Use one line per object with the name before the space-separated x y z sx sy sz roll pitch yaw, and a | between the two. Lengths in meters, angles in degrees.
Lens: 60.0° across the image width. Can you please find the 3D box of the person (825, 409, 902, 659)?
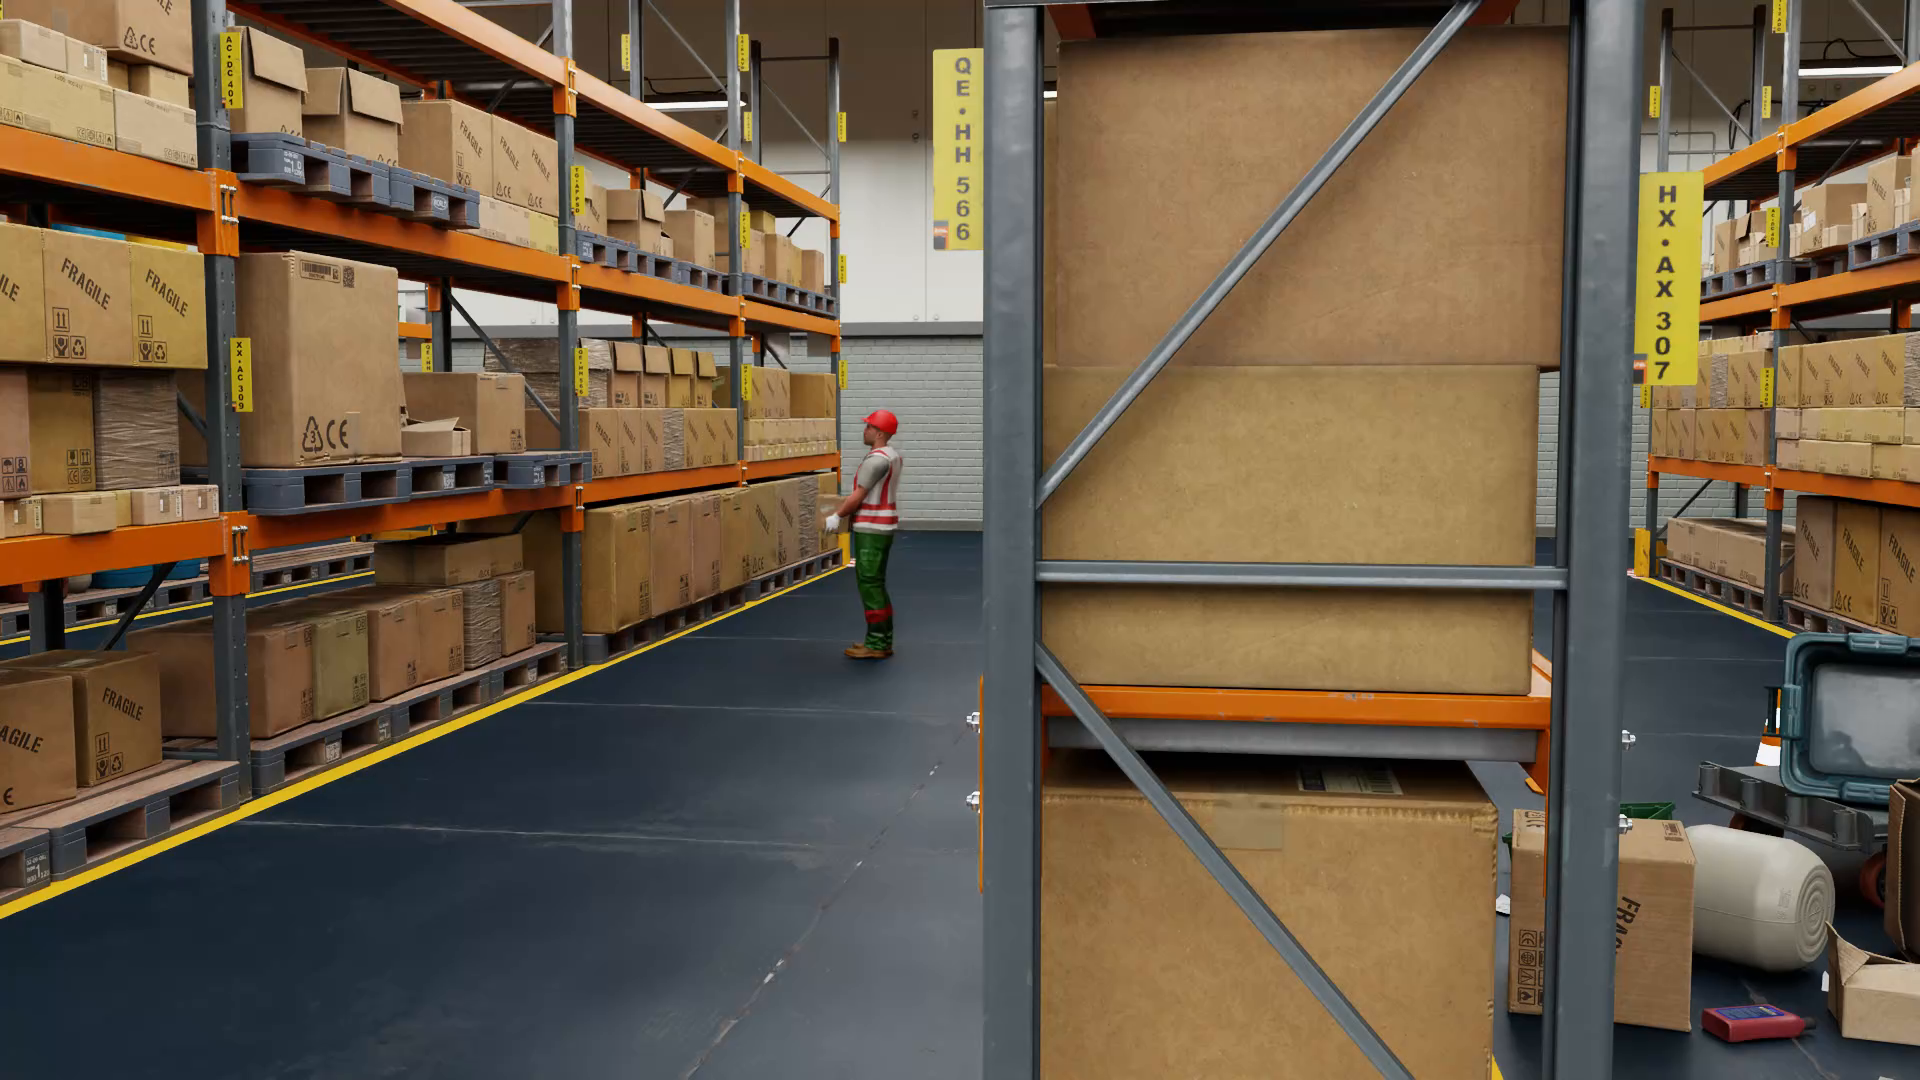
person | -0.717 -0.050 12.069 0.559 1.790 0.504 1 4 11
